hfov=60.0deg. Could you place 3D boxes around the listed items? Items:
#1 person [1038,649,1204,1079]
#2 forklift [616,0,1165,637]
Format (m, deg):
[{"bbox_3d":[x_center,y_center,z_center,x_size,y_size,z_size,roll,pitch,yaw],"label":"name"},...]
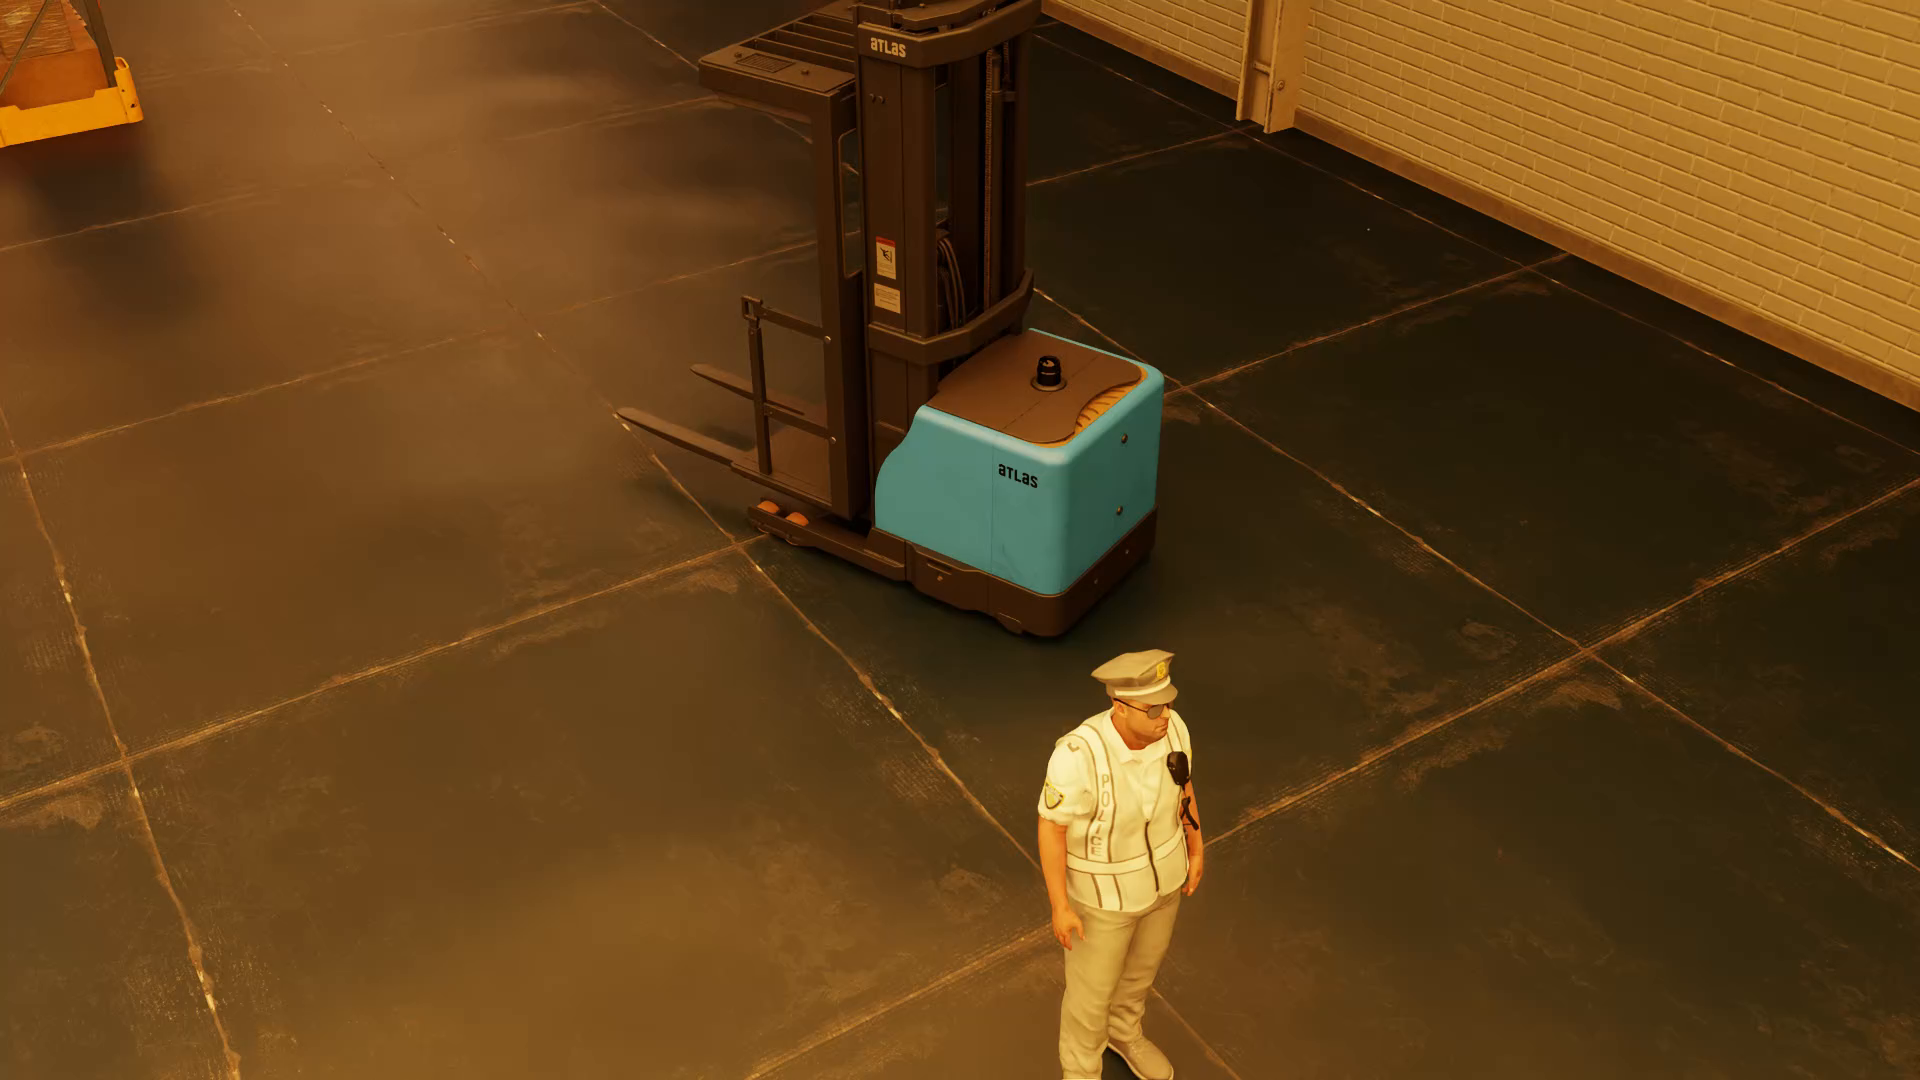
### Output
[{"bbox_3d":[0.584,1.155,5.491,0.640,1.781,0.576,-20,40,-26],"label":"person"},{"bbox_3d":[-0.500,-1.399,8.138,3.031,2.935,1.130,22,41,28],"label":"forklift"}]
